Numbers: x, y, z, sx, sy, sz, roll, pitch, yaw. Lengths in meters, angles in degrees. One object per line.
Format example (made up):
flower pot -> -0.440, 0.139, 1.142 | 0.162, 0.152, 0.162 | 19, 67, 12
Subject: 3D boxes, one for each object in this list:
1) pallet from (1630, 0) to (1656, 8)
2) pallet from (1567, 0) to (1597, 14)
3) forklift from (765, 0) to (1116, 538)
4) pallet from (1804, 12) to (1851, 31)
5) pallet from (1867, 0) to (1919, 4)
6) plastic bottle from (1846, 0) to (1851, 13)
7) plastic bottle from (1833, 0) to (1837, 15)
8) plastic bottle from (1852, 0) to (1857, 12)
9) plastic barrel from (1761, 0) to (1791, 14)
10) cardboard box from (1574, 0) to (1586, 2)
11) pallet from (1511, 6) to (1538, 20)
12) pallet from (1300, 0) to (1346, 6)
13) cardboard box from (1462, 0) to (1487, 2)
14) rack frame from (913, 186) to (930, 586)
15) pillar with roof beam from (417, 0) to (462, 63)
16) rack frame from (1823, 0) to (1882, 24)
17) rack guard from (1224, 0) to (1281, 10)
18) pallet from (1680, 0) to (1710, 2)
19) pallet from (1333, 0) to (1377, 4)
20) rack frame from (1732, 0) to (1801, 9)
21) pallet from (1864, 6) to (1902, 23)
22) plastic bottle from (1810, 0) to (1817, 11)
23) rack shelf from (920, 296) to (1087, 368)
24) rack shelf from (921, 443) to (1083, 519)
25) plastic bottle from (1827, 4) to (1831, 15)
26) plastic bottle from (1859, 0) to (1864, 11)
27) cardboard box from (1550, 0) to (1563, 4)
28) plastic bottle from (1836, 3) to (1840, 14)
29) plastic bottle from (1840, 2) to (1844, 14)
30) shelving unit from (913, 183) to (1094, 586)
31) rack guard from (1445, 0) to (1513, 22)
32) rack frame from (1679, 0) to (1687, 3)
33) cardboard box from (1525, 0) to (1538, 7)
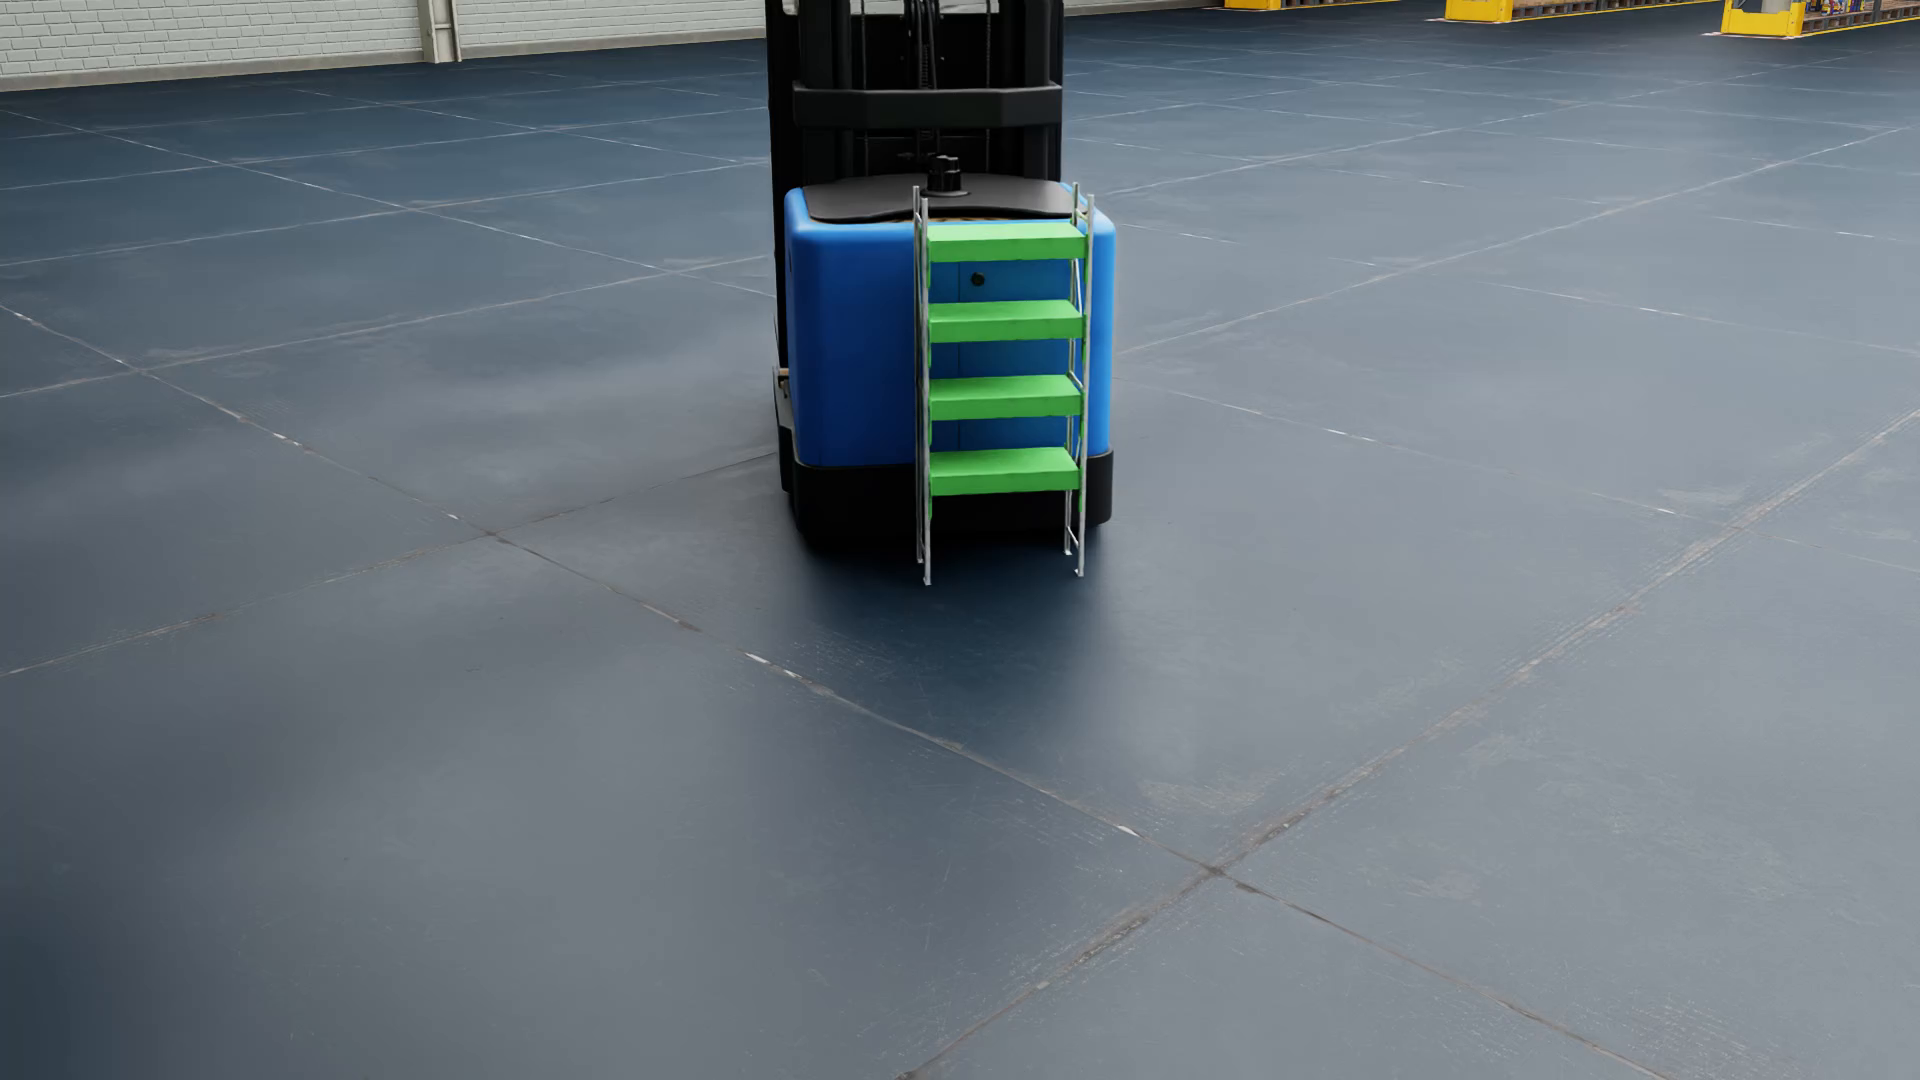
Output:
pallet -> 13.467, -11.016, 33.941 | 1.003, 0.211, 1.213 | 19, 28, 41
pallet -> 11.545, -10.308, 32.099 | 1.003, 0.211, 1.213 | 19, 28, 41
forklift -> -0.197, -1.864, 6.340 | 1.130, 2.935, 3.031 | -3, 21, -7
pallet -> 14.326, -8.784, 28.133 | 1.003, 0.211, 1.213 | 19, 28, 41
pallet -> 17.898, -10.100, 31.558 | 1.003, 0.211, 1.213 | 19, 28, 41
plastic bottle -> 15.074, -9.162, 28.309 | 0.144, 0.351, 0.185 | 19, 28, 40
plastic bottle -> 14.613, -8.943, 27.849 | 0.097, 0.271, 0.097 | 0, 21, 0
plastic bottle -> 15.299, -9.245, 28.525 | 0.144, 0.351, 0.185 | 18, 27, 38
plastic barrel -> 13.290, -8.758, 27.061 | 0.421, 0.512, 0.421 | 0, 21, 0
cardboard box -> 11.607, -10.416, 31.740 | 0.500, 0.250, 0.500 | 19, 28, 41
pallet -> 9.843, -9.681, 30.467 | 1.003, 0.211, 1.213 | 19, 28, 41
pallet -> 7.283, -11.244, 34.534 | 1.003, 0.211, 1.213 | 19, 28, 41
cardboard box -> 9.502, -9.900, 30.397 | 0.500, 0.250, 0.500 | 19, 28, 41
rack frame -> -0.117, -0.460, 5.097 | 0.015, 1.200, 0.240 | -3, 21, -7
pillar with roof beam -> -3.817, -9.506, 17.765 | 9.100, 9.000, 0.400 | 19, 28, 41
rack frame -> 15.676, -10.563, 28.875 | 1.000, 3.000, 0.127 | 19, 28, 41
rack guard -> 5.840, -10.867, 33.150 | 1.175, 0.500, 0.348 | 19, 28, 41
pallet -> 15.468, -11.712, 35.753 | 1.003, 0.211, 1.213 | 19, 28, 41
pallet -> 8.135, -11.559, 35.354 | 1.003, 0.211, 1.213 | 19, 28, 41
rack frame -> 12.886, -9.535, 26.200 | 1.000, 3.000, 0.127 | 19, 28, 41
pallet -> 16.196, -9.473, 29.926 | 1.003, 0.211, 1.213 | 19, 28, 41
plastic bottle -> 14.801, -9.323, 28.840 | 0.097, 0.271, 0.097 | 0, 21, 0
rack shelf -> 0.125, -0.636, 5.066 | 0.480, 0.148, 0.258 | -3, 21, -7
rack shelf -> 0.125, -0.188, 5.237 | 0.480, 0.148, 0.258 | -3, 21, -7
plastic bottle -> 14.446, -8.848, 27.702 | 0.097, 0.201, 0.097 | 0, 21, 0
plastic bottle -> 15.577, -9.294, 28.747 | 0.133, 0.283, 0.061 | -18, 28, -39
cardboard box -> 10.920, -10.155, 31.062 | 0.500, 0.250, 0.500 | 19, 28, 41
plastic bottle -> 14.752, -8.961, 27.995 | 0.097, 0.201, 0.097 | 0, 21, 0
plastic bottle -> 14.895, -9.014, 28.132 | 0.097, 0.201, 0.097 | 0, 21, 0
shelving unit -> 0.125, -0.472, 5.129 | 0.503, 1.200, 0.258 | -3, 21, -7
rack guard -> 9.322, -9.602, 29.860 | 1.175, 0.500, 0.348 | 19, 28, 41
rack frame -> 14.920, -12.832, 34.778 | 1.000, 3.000, 0.127 | 19, 28, 41
cardboard box -> 10.219, -9.899, 30.396 | 0.500, 0.250, 0.500 | 19, 28, 41
